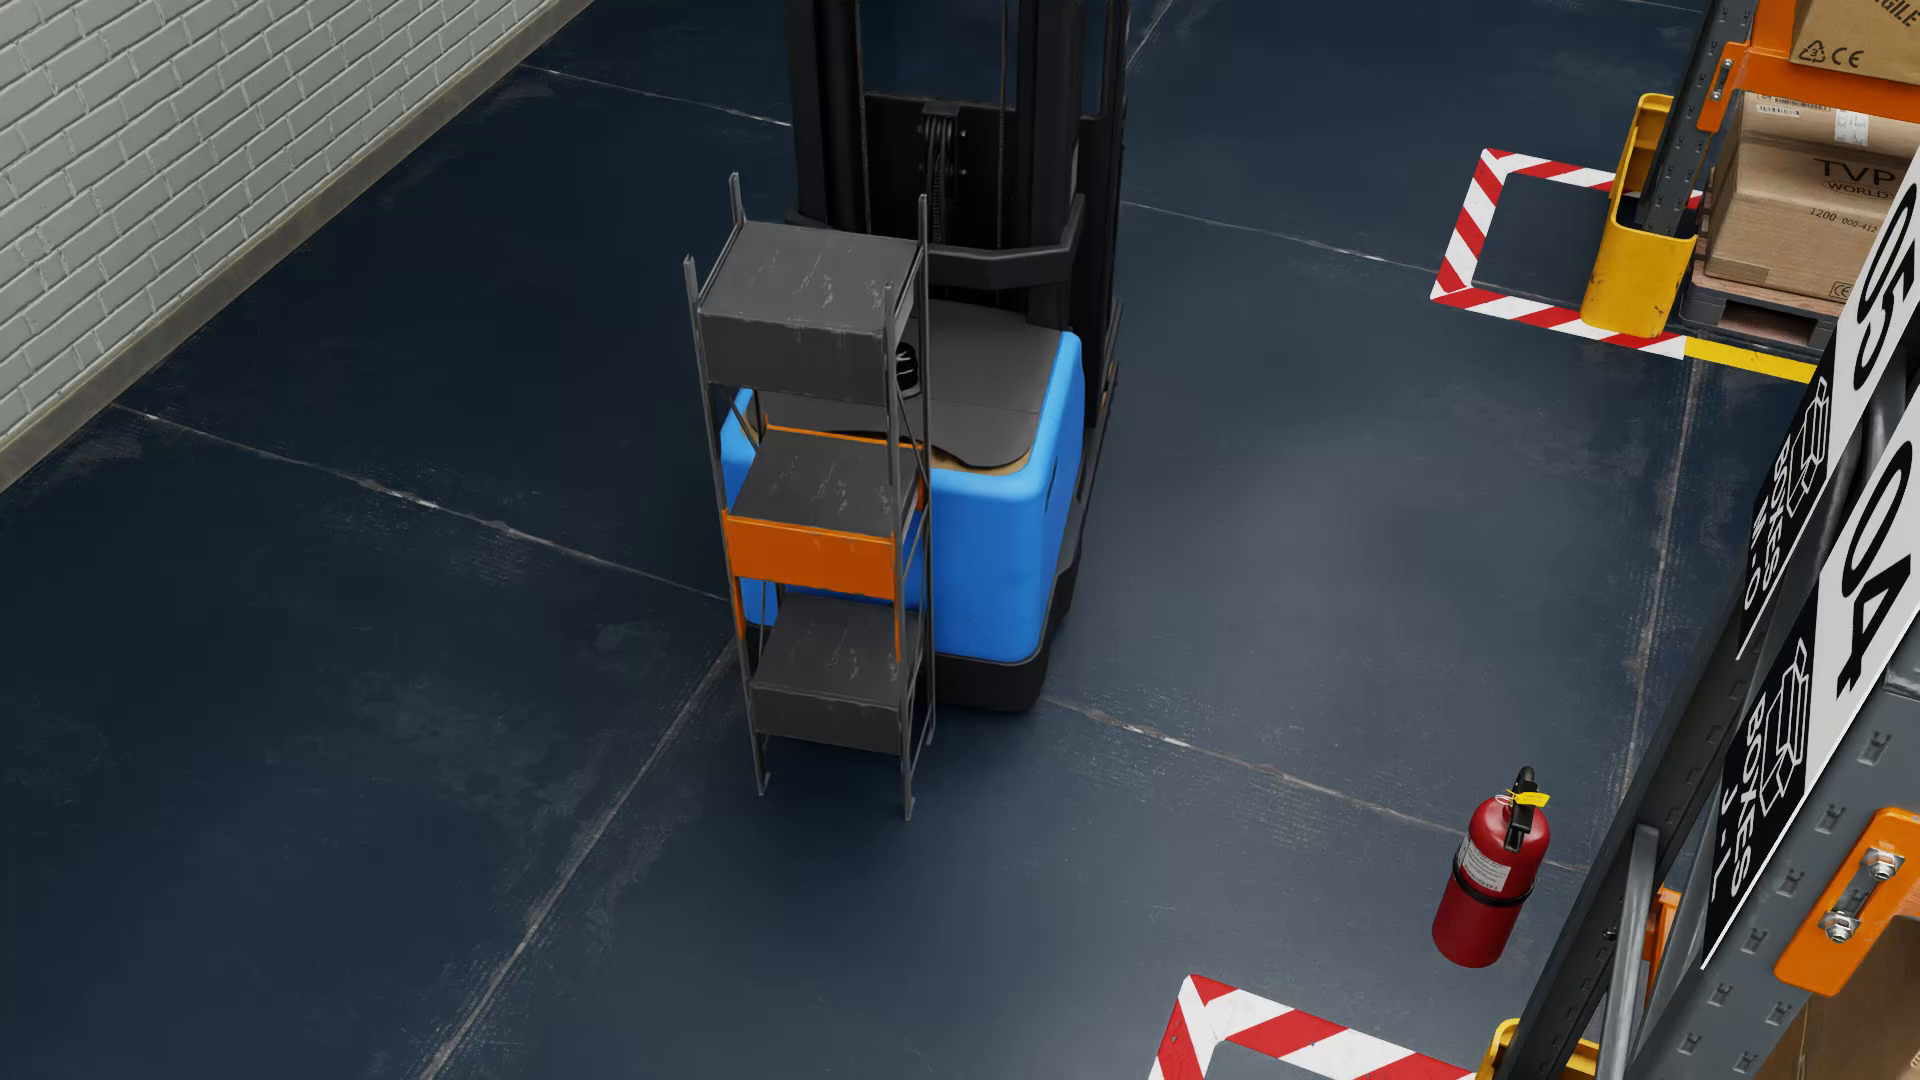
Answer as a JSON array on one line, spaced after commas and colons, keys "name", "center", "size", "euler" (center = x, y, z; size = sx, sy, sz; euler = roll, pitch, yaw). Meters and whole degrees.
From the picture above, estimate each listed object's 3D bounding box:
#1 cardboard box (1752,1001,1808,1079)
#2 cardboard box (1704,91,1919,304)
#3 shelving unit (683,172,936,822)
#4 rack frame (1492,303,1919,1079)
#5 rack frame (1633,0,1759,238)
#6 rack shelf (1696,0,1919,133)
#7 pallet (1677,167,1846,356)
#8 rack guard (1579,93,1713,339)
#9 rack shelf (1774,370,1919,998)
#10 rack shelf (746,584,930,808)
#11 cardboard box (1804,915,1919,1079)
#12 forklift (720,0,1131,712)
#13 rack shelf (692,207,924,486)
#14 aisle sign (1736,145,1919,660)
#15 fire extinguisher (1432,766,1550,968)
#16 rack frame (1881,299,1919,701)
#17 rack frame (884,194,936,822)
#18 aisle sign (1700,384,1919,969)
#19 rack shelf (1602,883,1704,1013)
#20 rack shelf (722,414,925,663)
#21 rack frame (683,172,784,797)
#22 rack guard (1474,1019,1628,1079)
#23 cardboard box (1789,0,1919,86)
[{"name": "cardboard box", "center": [1.572, 1.081, 2.755], "size": [0.500, 0.500, 0.500], "euler": [19, 48, 18]}, {"name": "cardboard box", "center": [3.725, -1.456, 7.105], "size": [0.875, 0.438, 0.875], "euler": [15, 47, 15]}, {"name": "shelving unit", "center": [-0.368, -0.013, 4.774], "size": [0.503, 2.100, 0.431], "euler": [8, 45, 8]}, {"name": "rack frame", "center": [1.264, 0.920, 3.198], "size": [0.127, 3.000, 1.000], "euler": [16, 47, 16]}, {"name": "rack frame", "center": [3.077, -2.329, 6.464], "size": [0.127, 3.000, 1.000], "euler": [16, 47, 16]}, {"name": "rack shelf", "center": [4.923, -1.531, 6.172], "size": [4.000, 0.370, 1.077], "euler": [16, 47, 16]}, {"name": "pallet", "center": [3.845, -1.175, 7.281], "size": [1.213, 0.211, 1.003], "euler": [16, 47, 16]}, {"name": "rack guard", "center": [3.055, -1.450, 7.353], "size": [0.348, 0.500, 1.175], "euler": [16, 47, 16]}, {"name": "rack shelf", "center": [3.110, 0.655, 1.848], "size": [4.000, 0.370, 1.077], "euler": [16, 47, 16]}, {"name": "rack shelf", "center": [-0.368, 0.492, 5.278], "size": [0.480, 0.518, 0.431], "euler": [8, 45, 8]}, {"name": "cardboard box", "center": [1.577, 0.720, 2.409], "size": [0.500, 0.500, 0.500], "euler": [16, 47, 16]}, {"name": "forklift", "center": [0.038, -1.517, 5.697], "size": [1.130, 2.935, 3.031], "euler": [8, 45, 8]}, {"name": "rack shelf", "center": [-0.369, -0.499, 4.290], "size": [0.480, 0.518, 0.431], "euler": [8, 45, 8]}, {"name": "aisle sign", "center": [1.313, -0.216, 2.498], "size": [0.004, 0.787, 0.394], "euler": [16, 47, 16]}, {"name": "fire extinguisher", "center": [1.210, 0.711, 3.728], "size": [0.183, 0.674, 0.296], "euler": [16, 47, 16]}, {"name": "rack frame", "center": [1.264, -1.206, 1.082], "size": [0.127, 3.000, 1.000], "euler": [16, 47, 16]}, {"name": "rack frame", "center": [-0.129, 0.021, 4.740], "size": [0.015, 2.100, 0.400], "euler": [8, 45, 8]}, {"name": "aisle sign", "center": [1.082, 0.174, 2.105], "size": [0.004, 0.787, 0.394], "euler": [16, 47, 16]}, {"name": "rack shelf", "center": [3.110, 1.719, 2.906], "size": [4.000, 0.370, 1.077], "euler": [16, 47, 16]}, {"name": "rack shelf", "center": [-0.368, -0.004, 4.784], "size": [0.480, 0.518, 0.431], "euler": [8, 45, 8]}, {"name": "rack frame", "center": [-0.608, -0.048, 4.809], "size": [0.015, 2.100, 0.400], "euler": [8, 45, 8]}, {"name": "rack guard", "center": [1.335, 1.827, 4.059], "size": [0.348, 0.500, 1.175], "euler": [16, 47, 16]}, {"name": "cardboard box", "center": [3.409, -2.047, 6.110], "size": [0.500, 0.500, 0.500], "euler": [16, 47, 16]}]
